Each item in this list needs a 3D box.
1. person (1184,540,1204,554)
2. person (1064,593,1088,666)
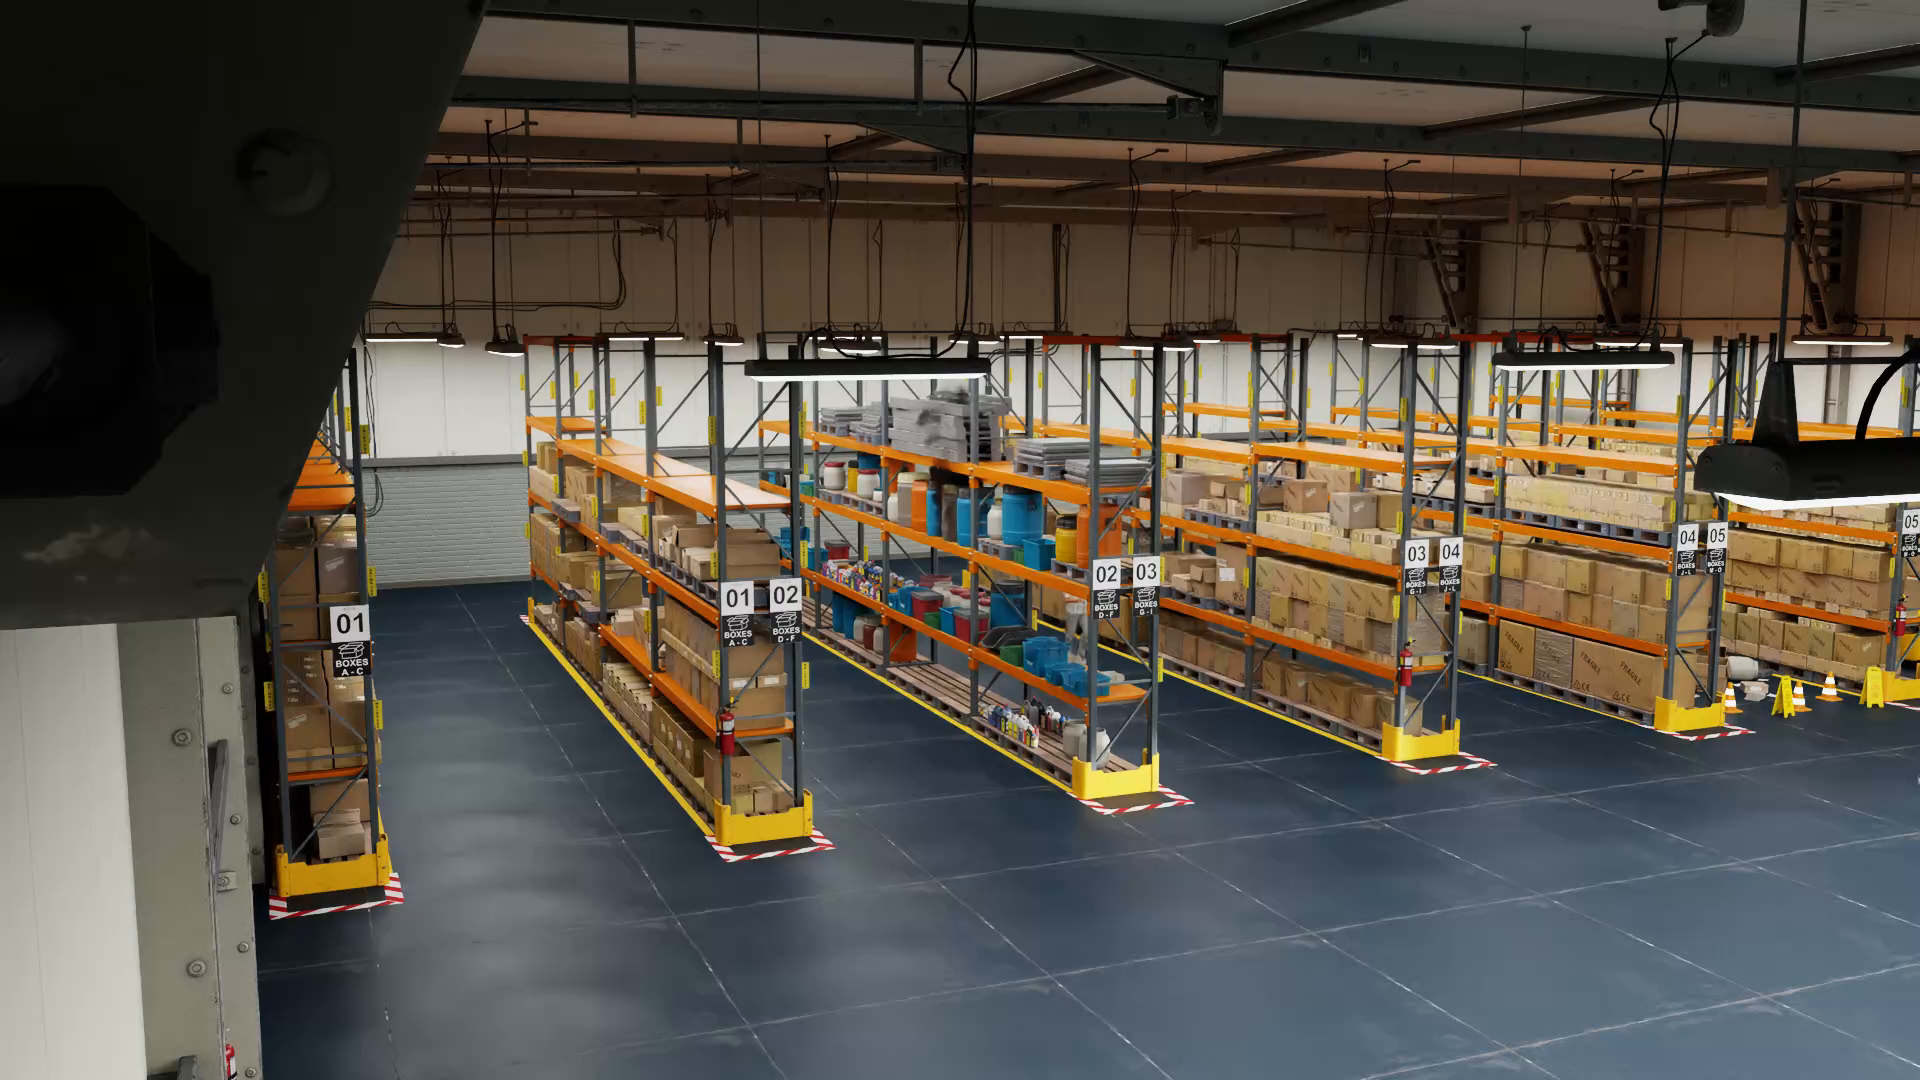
[{"bbox_3d":[5.828,-0.061,41.889,0.865,1.691,0.673,5,9,31],"label":"person"},{"bbox_3d":[2.109,1.350,29.421,0.586,1.766,0.650,-5,9,-31],"label":"person"}]
